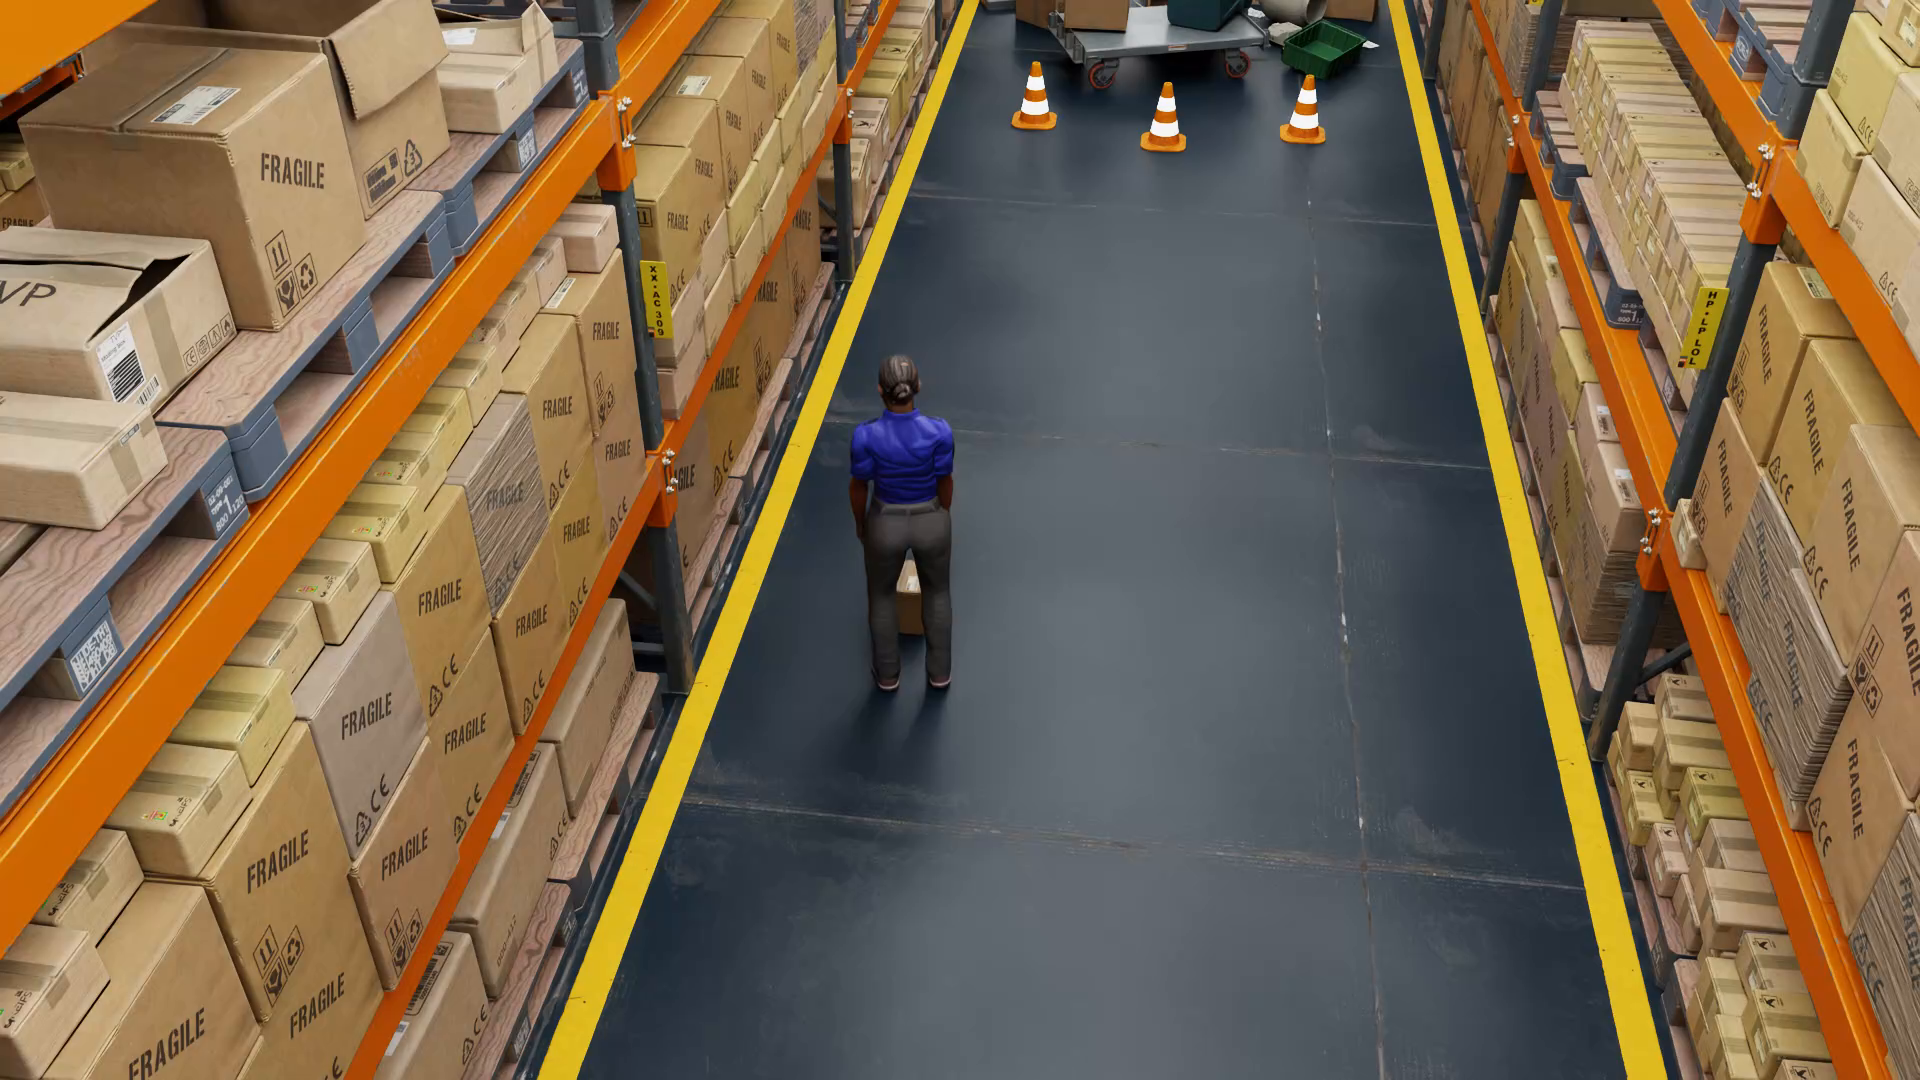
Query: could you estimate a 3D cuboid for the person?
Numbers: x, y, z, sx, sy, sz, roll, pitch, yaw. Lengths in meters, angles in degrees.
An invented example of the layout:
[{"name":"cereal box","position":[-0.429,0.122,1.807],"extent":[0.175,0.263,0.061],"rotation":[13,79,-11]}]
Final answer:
[{"name":"person","position":[-0.246,-0.046,7.128],"extent":[0.443,1.647,0.315],"rotation":[-3,36,-4]}]
